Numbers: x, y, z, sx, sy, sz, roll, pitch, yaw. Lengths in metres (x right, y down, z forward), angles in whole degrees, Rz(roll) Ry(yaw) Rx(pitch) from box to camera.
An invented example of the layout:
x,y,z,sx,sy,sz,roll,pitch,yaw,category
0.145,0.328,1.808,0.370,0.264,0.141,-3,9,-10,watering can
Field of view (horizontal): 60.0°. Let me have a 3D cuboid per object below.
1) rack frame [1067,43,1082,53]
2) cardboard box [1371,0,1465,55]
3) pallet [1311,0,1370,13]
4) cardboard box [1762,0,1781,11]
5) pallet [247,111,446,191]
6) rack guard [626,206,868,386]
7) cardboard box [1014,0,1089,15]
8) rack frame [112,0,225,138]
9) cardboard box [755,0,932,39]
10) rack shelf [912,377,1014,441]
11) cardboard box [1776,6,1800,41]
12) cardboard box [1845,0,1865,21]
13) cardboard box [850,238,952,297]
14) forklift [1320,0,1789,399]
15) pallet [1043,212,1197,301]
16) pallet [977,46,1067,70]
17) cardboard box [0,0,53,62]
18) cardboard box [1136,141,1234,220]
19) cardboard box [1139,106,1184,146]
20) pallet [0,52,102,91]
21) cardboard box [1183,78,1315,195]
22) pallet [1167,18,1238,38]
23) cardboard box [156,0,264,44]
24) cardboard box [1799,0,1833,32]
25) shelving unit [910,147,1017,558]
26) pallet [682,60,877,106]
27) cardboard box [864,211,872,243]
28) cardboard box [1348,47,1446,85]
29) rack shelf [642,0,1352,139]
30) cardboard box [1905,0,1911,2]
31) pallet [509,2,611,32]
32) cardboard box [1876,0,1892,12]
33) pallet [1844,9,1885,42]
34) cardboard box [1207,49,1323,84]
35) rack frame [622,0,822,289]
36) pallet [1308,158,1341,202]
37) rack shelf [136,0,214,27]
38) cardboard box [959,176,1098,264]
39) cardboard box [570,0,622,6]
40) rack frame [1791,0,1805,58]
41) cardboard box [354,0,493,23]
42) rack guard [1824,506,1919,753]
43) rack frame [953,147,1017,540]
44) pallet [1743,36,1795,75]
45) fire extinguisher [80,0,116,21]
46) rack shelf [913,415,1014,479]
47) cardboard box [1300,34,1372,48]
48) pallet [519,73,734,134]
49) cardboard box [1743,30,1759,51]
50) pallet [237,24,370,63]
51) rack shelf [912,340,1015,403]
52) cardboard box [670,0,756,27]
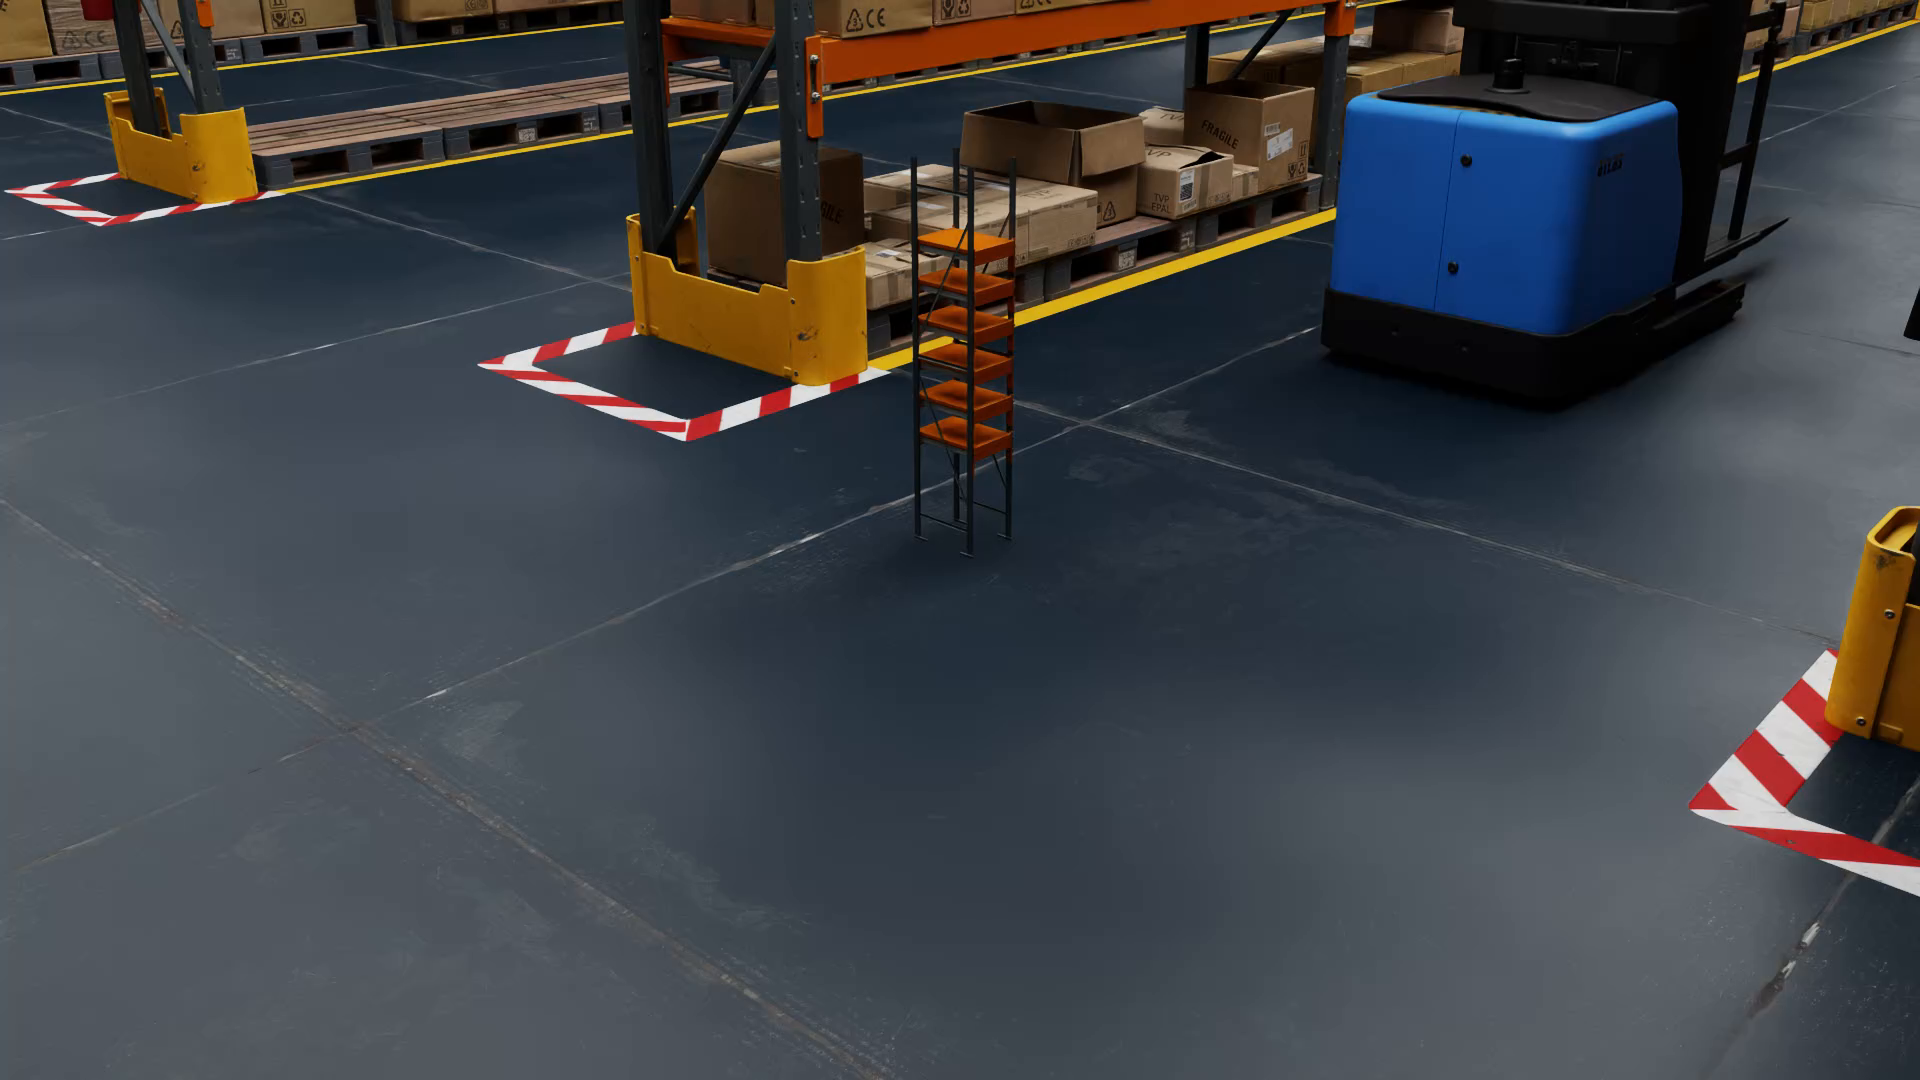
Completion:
x,y,z,sx,sy,sz,roll,pitch,yaw,category
0.701,-5.949,14.851,1.000,3.000,0.127,20,31,38,rack frame
2.889,-3.164,10.242,0.500,0.250,0.500,20,31,38,cardboard box
3.850,-6.088,18.570,1.003,0.211,1.213,20,31,38,pallet
6.658,-4.645,14.105,0.500,0.311,0.500,21,32,39,cardboard box
-4.059,-2.479,10.522,1.003,0.211,1.213,20,31,38,pallet
-0.901,-1.040,6.959,1.175,0.500,0.348,20,31,38,rack guard
0.218,-2.577,7.209,0.500,0.500,0.500,20,31,37,cardboard box
-4.638,-3.511,9.415,1.000,3.000,0.127,20,31,38,rack frame
-0.459,-2.266,6.516,0.500,0.500,0.500,21,32,39,cardboard box
0.010,-0.402,5.082,0.258,0.103,0.180,20,31,38,rack shelf
6.996,-4.545,14.568,0.500,0.250,0.500,20,31,37,cardboard box
8.267,-5.111,15.830,0.500,0.250,0.500,20,31,38,cardboard box
-0.250,-1.175,7.130,0.380,0.166,0.250,20,31,38,cardboard box
2.866,-2.391,7.001,1.130,2.935,3.031,21,31,38,forklift
0.445,-1.521,8.385,1.003,0.211,1.213,20,31,38,pallet
0.206,-4.425,14.860,1.003,0.211,1.213,20,31,38,pallet
-7.959,-4.303,13.263,0.875,0.875,0.875,20,31,38,cardboard box
1.048,-1.871,8.504,0.500,0.311,0.500,20,31,38,cardboard box
1.277,-2.281,9.420,0.500,0.311,0.500,20,31,38,cardboard box
-7.851,-3.856,13.593,1.003,0.211,1.213,20,31,38,pallet
1.549,-2.185,8.975,0.500,0.500,0.500,20,31,38,cardboard box
2.061,-5.272,16.749,1.003,0.211,1.213,20,31,38,pallet
-6.758,-4.851,14.487,0.875,0.875,0.875,20,31,38,cardboard box
7.592,-4.809,15.157,0.500,0.250,0.500,20,31,38,cardboard box
0.010,-0.552,5.014,0.258,1.200,0.189,20,31,38,shelving unit
-1.422,-3.681,13.202,1.003,0.211,1.213,20,31,38,pallet
-0.435,-1.397,7.625,0.380,0.166,0.250,20,31,38,cardboard box
2.570,-2.683,10.085,0.500,0.500,0.500,21,31,38,cardboard box
0.383,-2.439,7.902,1.077,0.370,4.000,20,31,38,rack shelf
9.589,-5.725,17.200,0.500,0.250,0.500,20,31,38,cardboard box
-4.384,-5.439,17.123,1.003,0.211,1.213,20,31,38,pallet
8.932,-5.417,16.512,0.500,0.250,0.500,20,31,38,cardboard box
8.433,-5.146,16.468,1.003,0.211,1.213,20,31,38,pallet
1.834,-2.665,10.045,0.500,0.500,0.500,20,31,37,cardboard box
-0.952,-2.158,6.396,1.000,3.000,0.127,20,31,38,rack frame
2.232,-2.362,10.260,1.003,0.211,1.213,20,31,38,pallet
-3.303,-3.792,10.921,1.077,0.370,4.000,20,31,38,rack shelf
0.290,-1.497,7.744,0.500,0.250,0.500,20,31,38,cardboard box
-4.064,-6.049,17.159,1.225,0.875,0.875,20,31,38,cardboard box
7.057,-5.814,14.550,1.000,3.000,0.127,20,31,38,rack frame
-5.245,-5.505,15.945,1.225,0.875,0.875,20,31,38,cardboard box
2.724,0.342,3.877,1.175,0.500,0.348,20,31,38,rack guard
0.071,-0.580,5.077,0.240,1.200,0.006,20,31,38,rack frame
6.594,-4.306,14.596,1.003,0.211,1.213,20,31,38,pallet
-5.077,-3.384,9.681,0.296,0.674,0.183,20,31,38,fire extinguisher
0.010,-0.292,5.131,0.258,0.103,0.180,20,31,38,rack shelf
2.505,-2.966,10.716,0.500,0.500,0.500,21,31,38,cardboard box
-2.430,-3.223,12.180,1.003,0.211,1.213,20,31,38,pallet
6.316,-4.235,13.878,0.500,0.250,0.500,21,32,39,cardboard box
-6.223,-4.600,15.251,1.003,0.211,1.213,20,31,38,pallet
0.010,-0.511,5.033,0.258,0.103,0.180,20,31,38,rack shelf
-0.856,-2.414,6.845,0.500,0.500,0.500,21,32,39,cardboard box
